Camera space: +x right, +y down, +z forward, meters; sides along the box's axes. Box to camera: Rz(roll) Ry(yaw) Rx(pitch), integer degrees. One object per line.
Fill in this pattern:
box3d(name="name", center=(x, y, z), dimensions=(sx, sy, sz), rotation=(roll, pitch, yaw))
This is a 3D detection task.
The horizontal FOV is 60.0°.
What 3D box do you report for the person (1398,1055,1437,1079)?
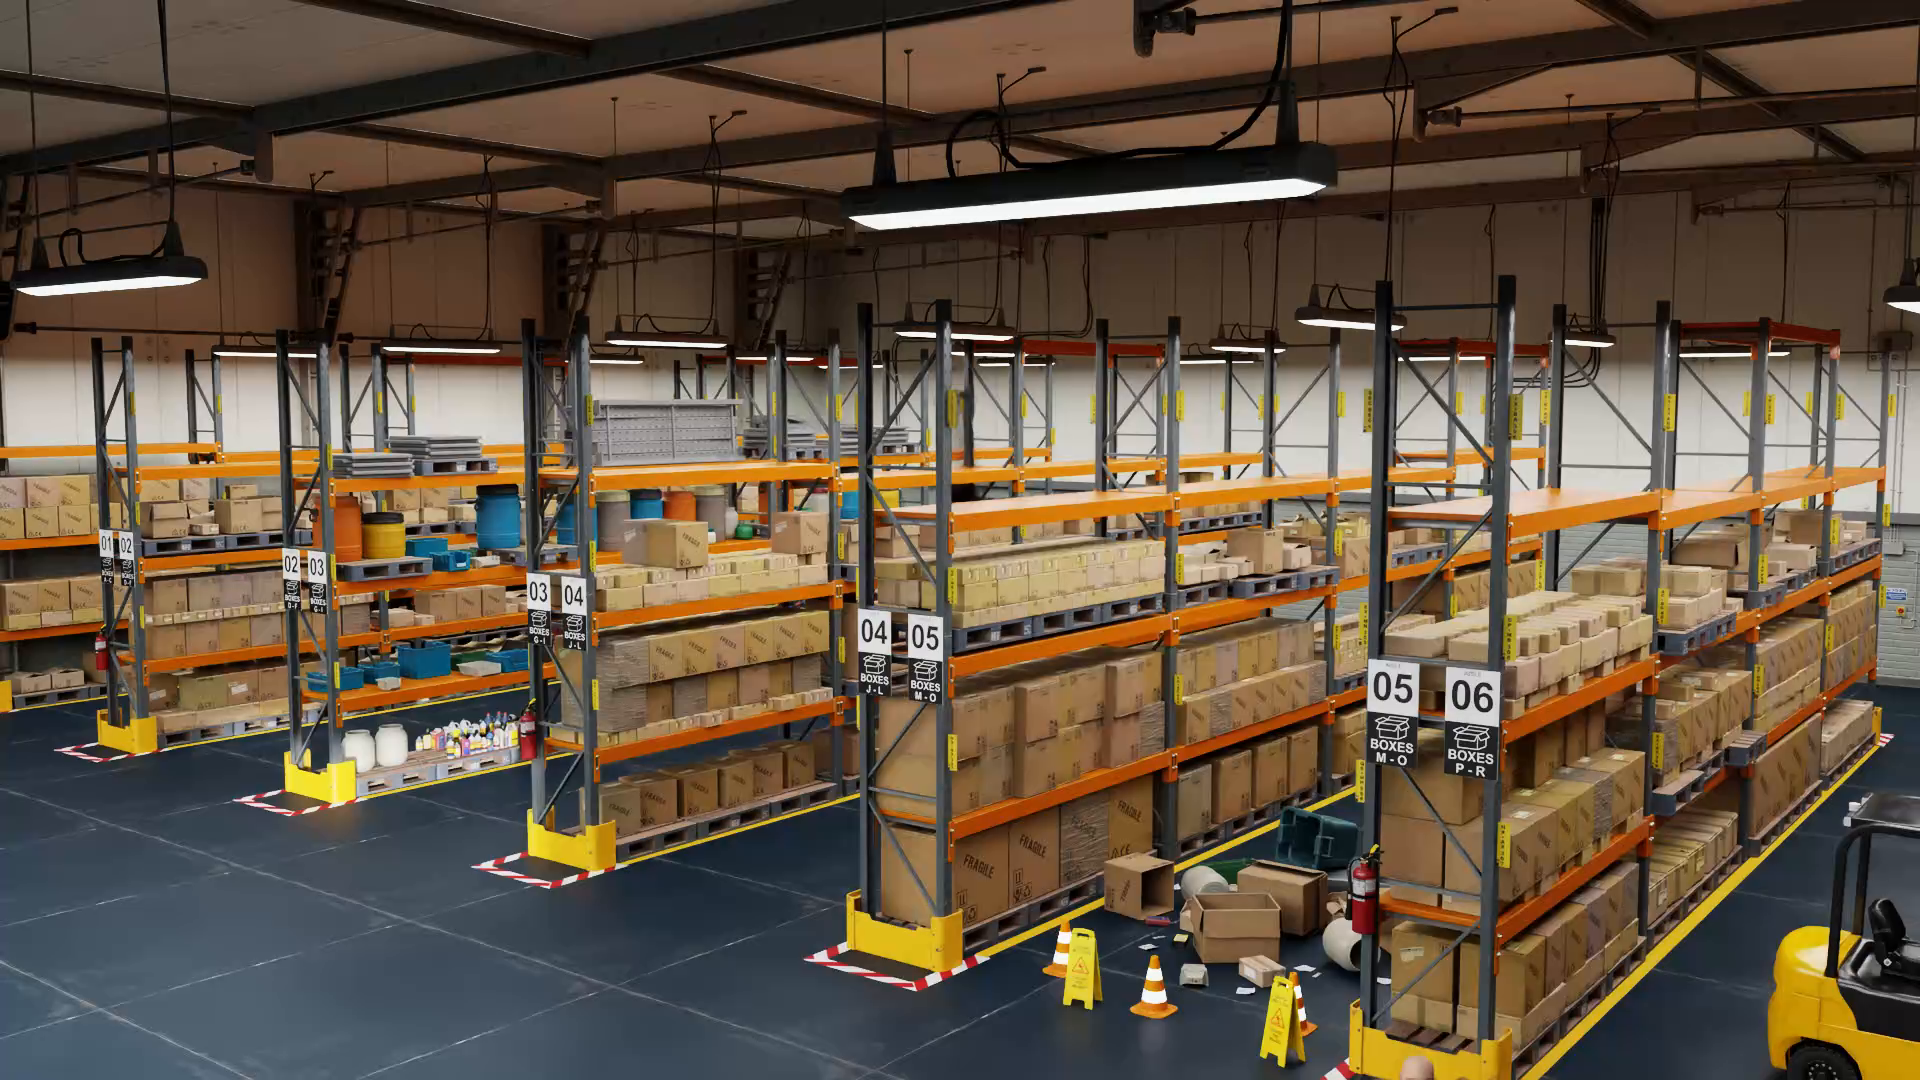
box3d(name="person", center=(2.530, 3.543, 9.122), dimensions=(0.730, 1.738, 1.028), rotation=(1, 5, 17))
